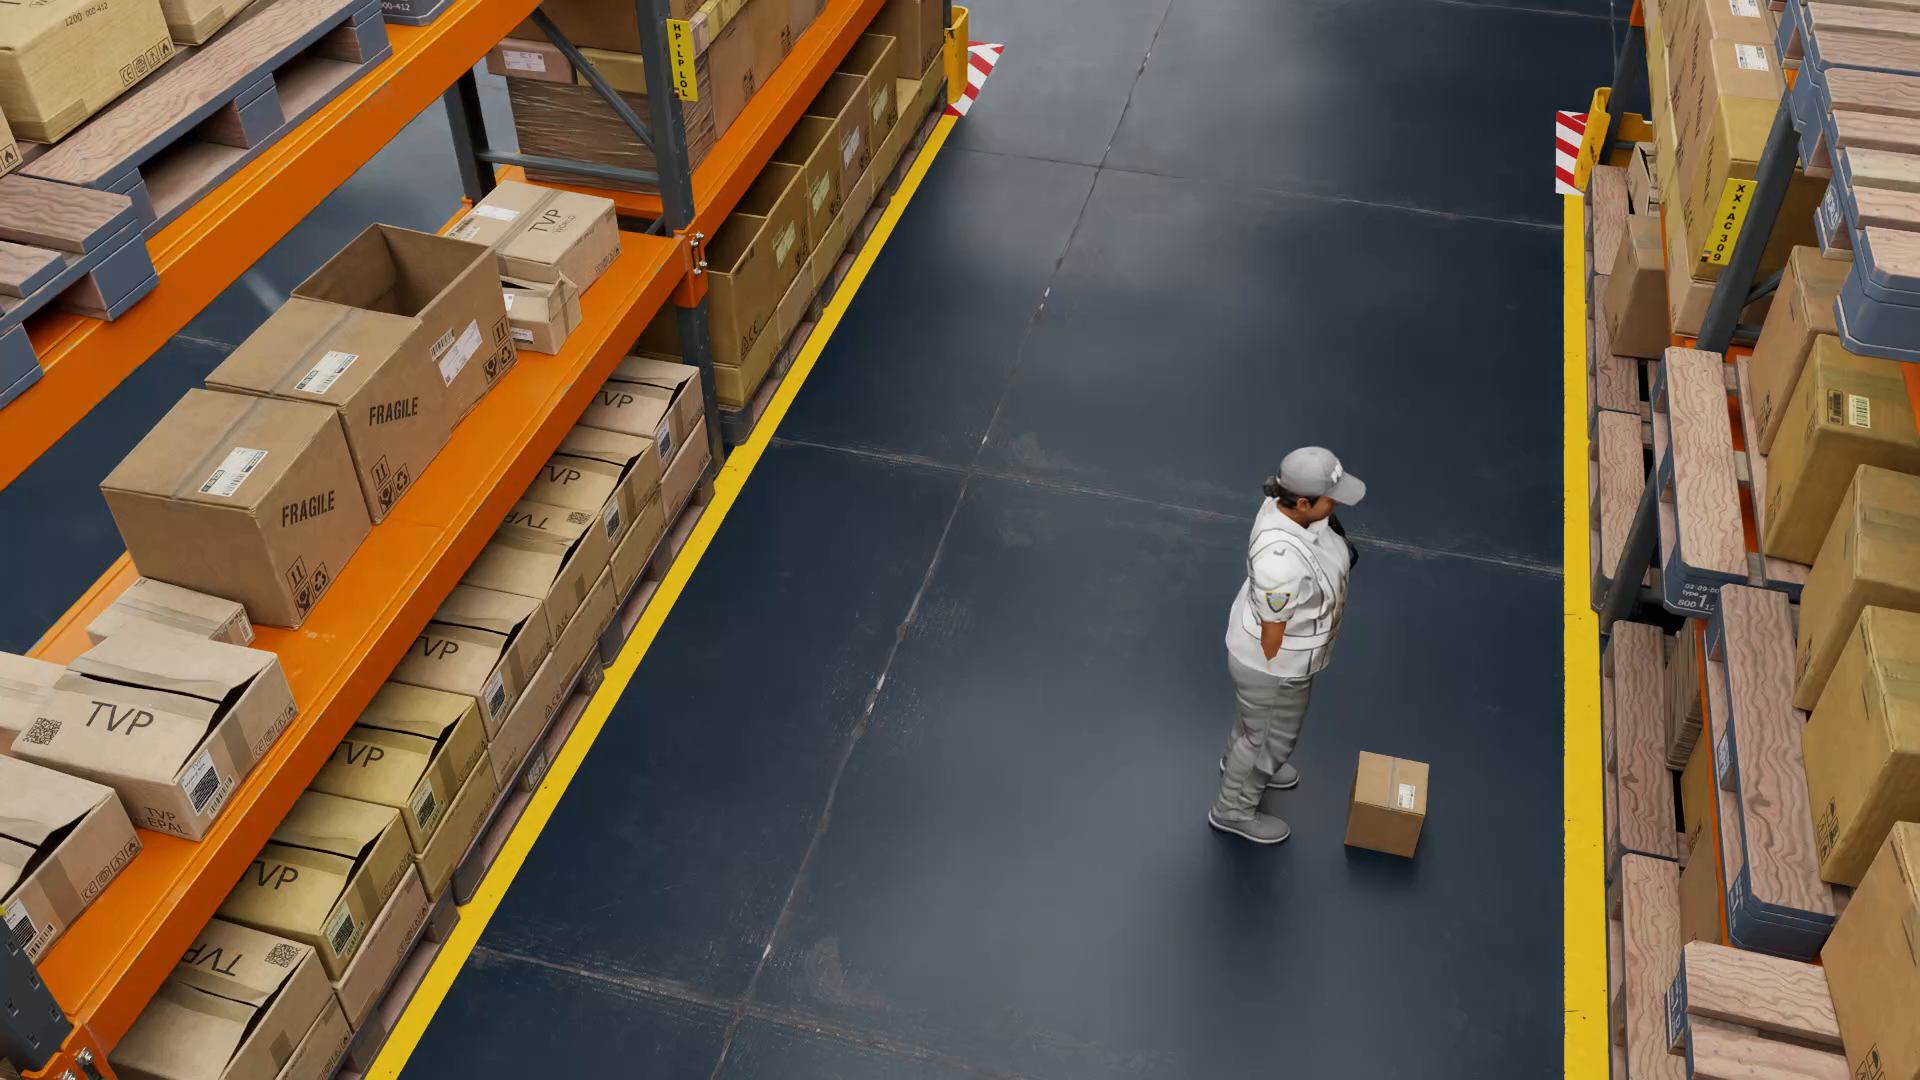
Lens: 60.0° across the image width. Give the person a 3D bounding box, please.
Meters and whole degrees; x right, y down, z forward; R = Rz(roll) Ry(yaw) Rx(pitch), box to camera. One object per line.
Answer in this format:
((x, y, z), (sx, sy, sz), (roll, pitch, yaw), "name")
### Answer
((1.119, 0.352, 5.763), (0.390, 1.660, 0.469), (11, 42, 12), "person")
